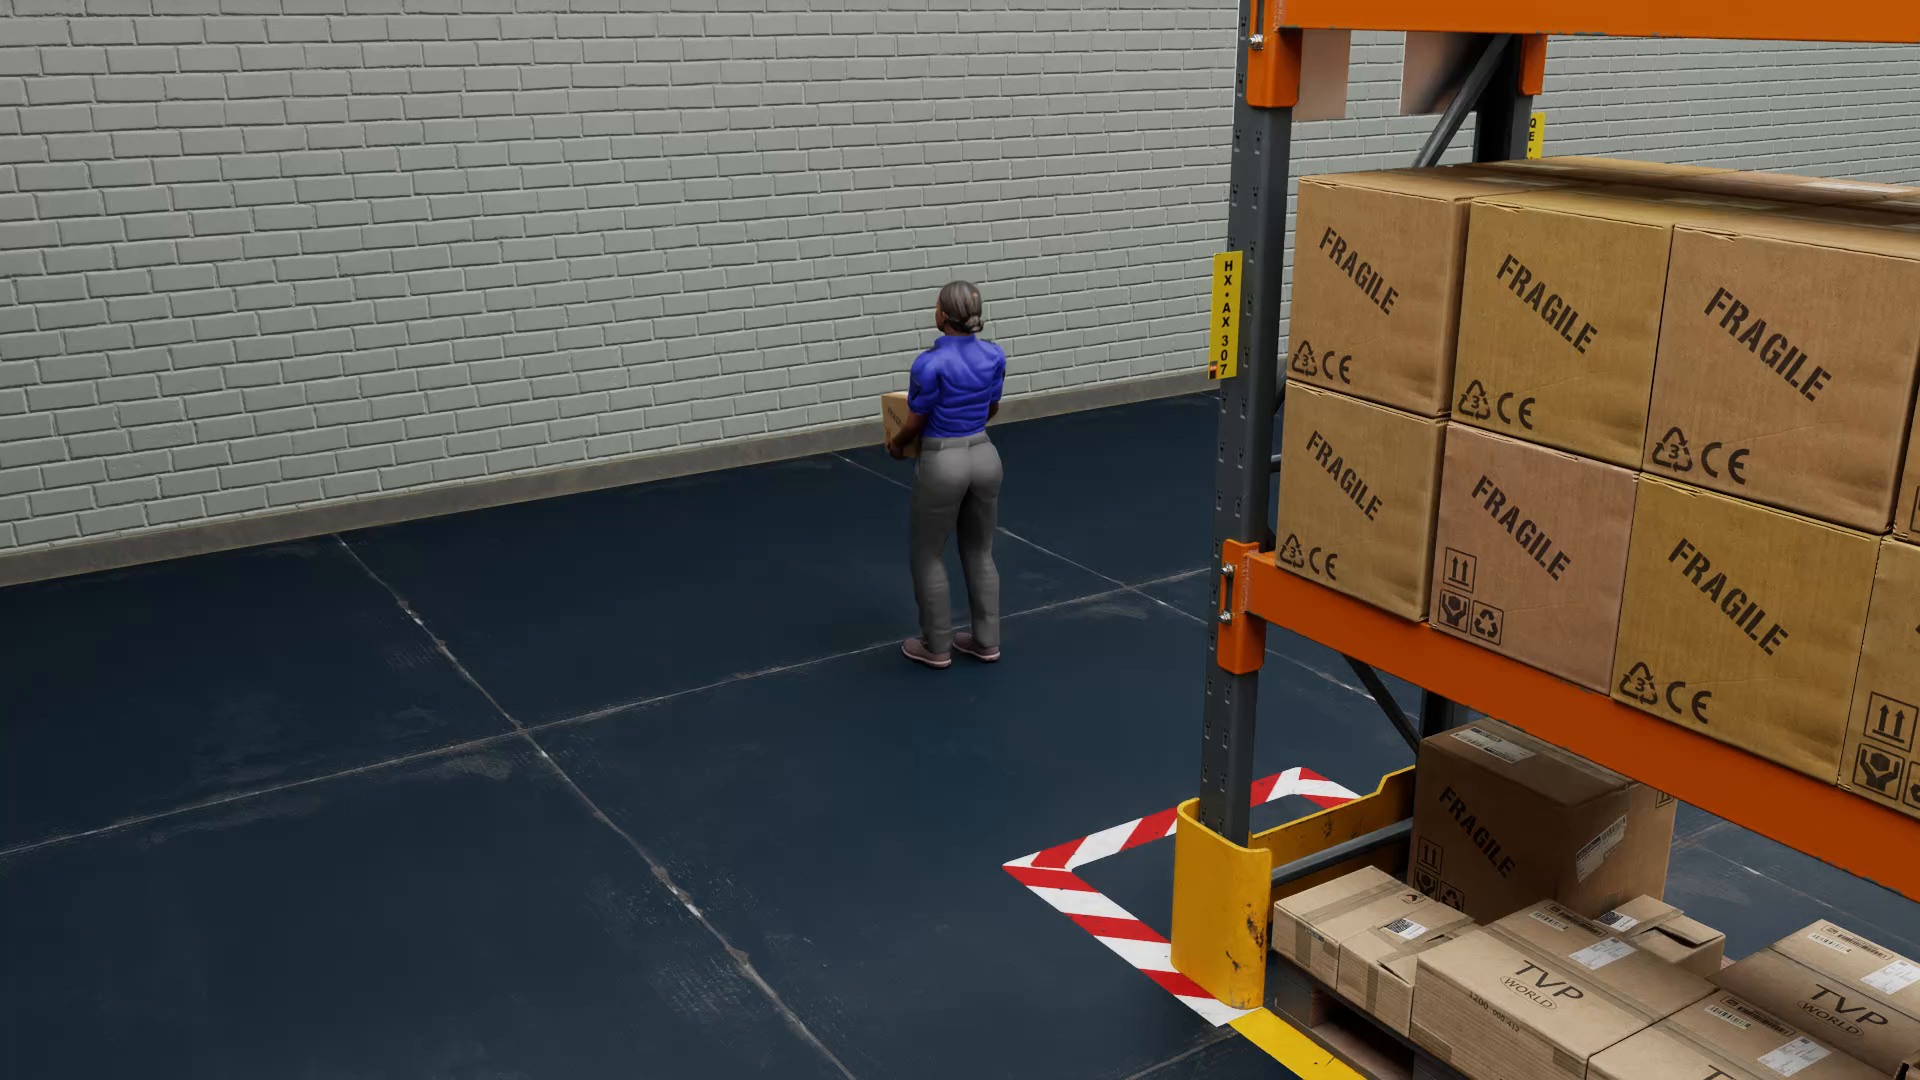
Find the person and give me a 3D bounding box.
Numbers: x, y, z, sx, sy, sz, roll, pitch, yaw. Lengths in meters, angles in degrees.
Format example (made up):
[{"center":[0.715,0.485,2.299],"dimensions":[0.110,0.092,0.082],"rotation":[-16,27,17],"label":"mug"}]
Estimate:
[{"center":[-0.058,-0.282,6.940],"dimensions":[0.450,1.647,0.517],"rotation":[-11,21,-31],"label":"person"}]
